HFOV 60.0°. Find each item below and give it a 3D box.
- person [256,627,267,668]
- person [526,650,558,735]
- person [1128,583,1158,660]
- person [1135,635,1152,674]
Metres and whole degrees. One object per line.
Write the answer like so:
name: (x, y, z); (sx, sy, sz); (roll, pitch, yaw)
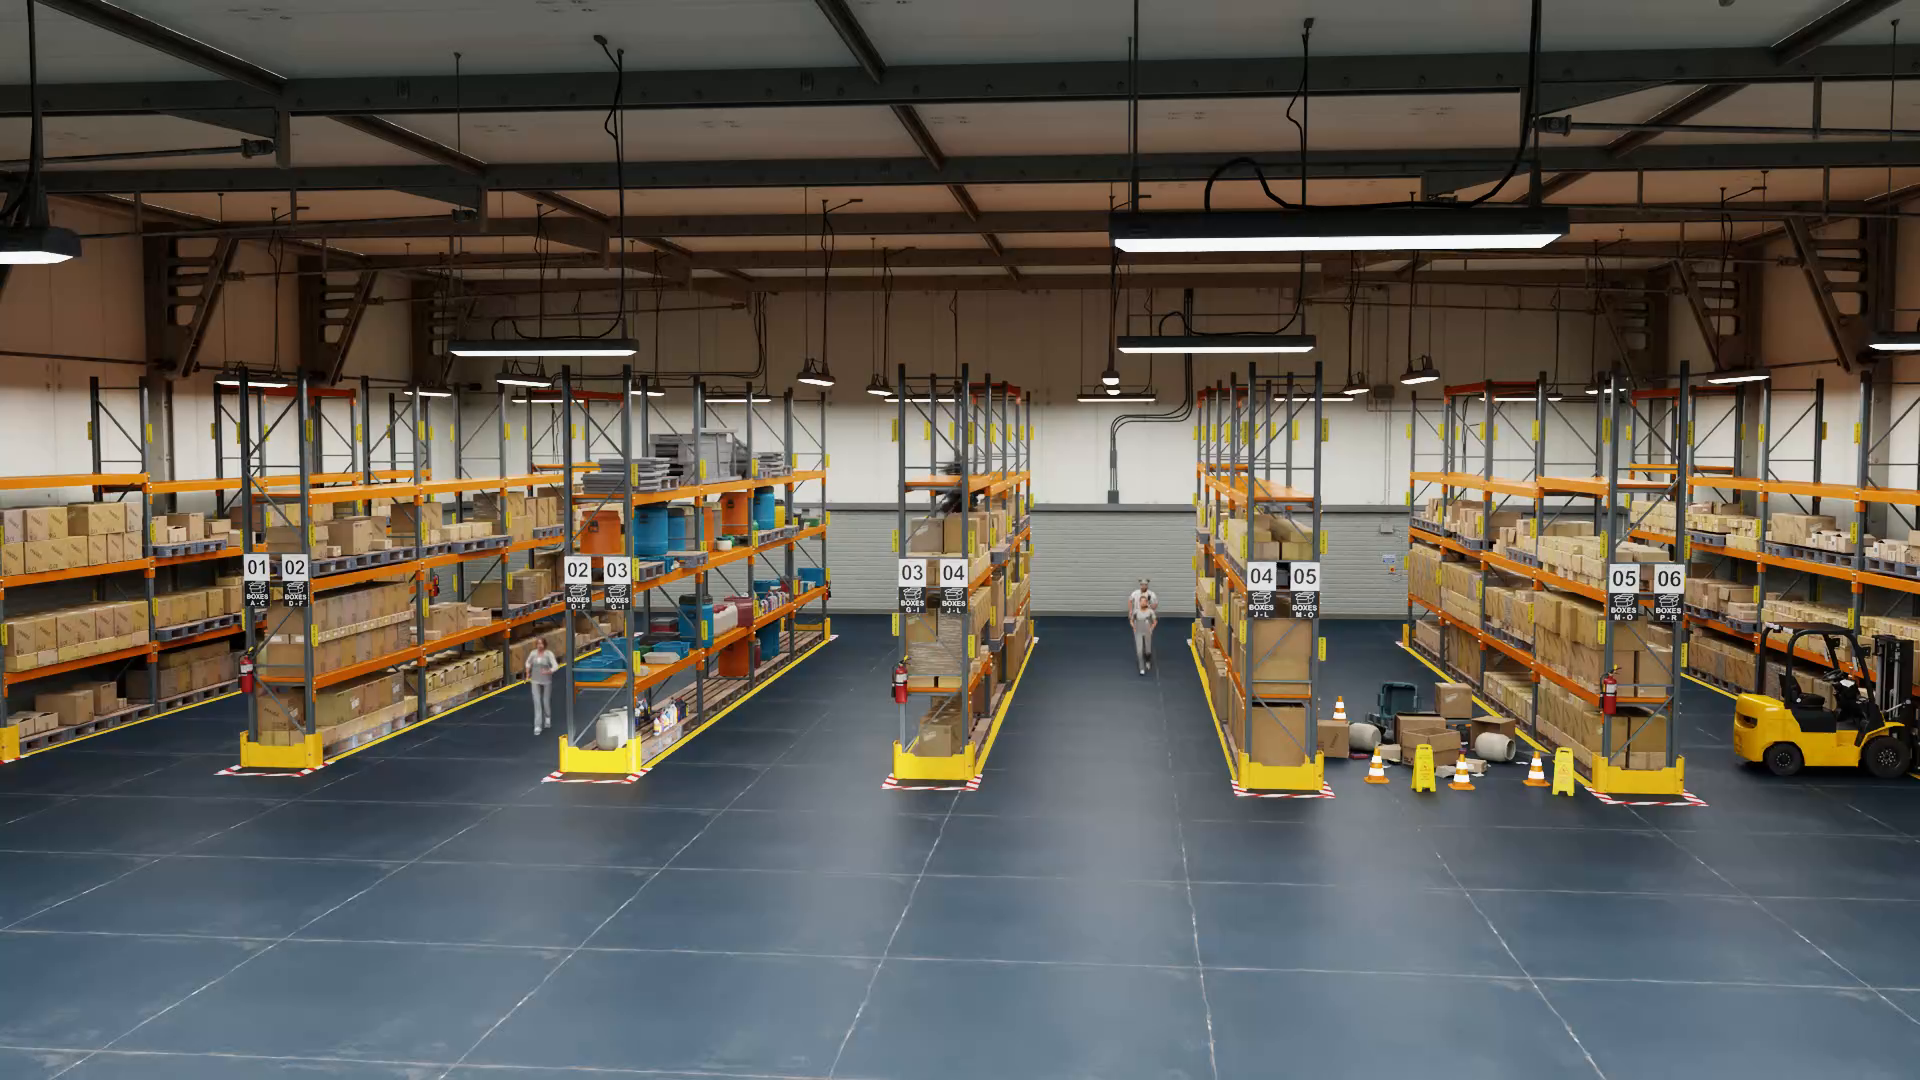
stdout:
person: (-11.789, 2.328, 28.382); (0.557, 1.701, 0.879); (0, 4, -7)
person: (-6.991, 2.514, 27.793); (0.547, 1.376, 0.803); (0, 4, -7)
person: (4.063, 1.787, 36.888); (0.635, 1.798, 0.768); (0, 4, 3)
person: (3.813, 2.305, 34.581); (0.353, 0.951, 0.548); (1, 4, 9)
